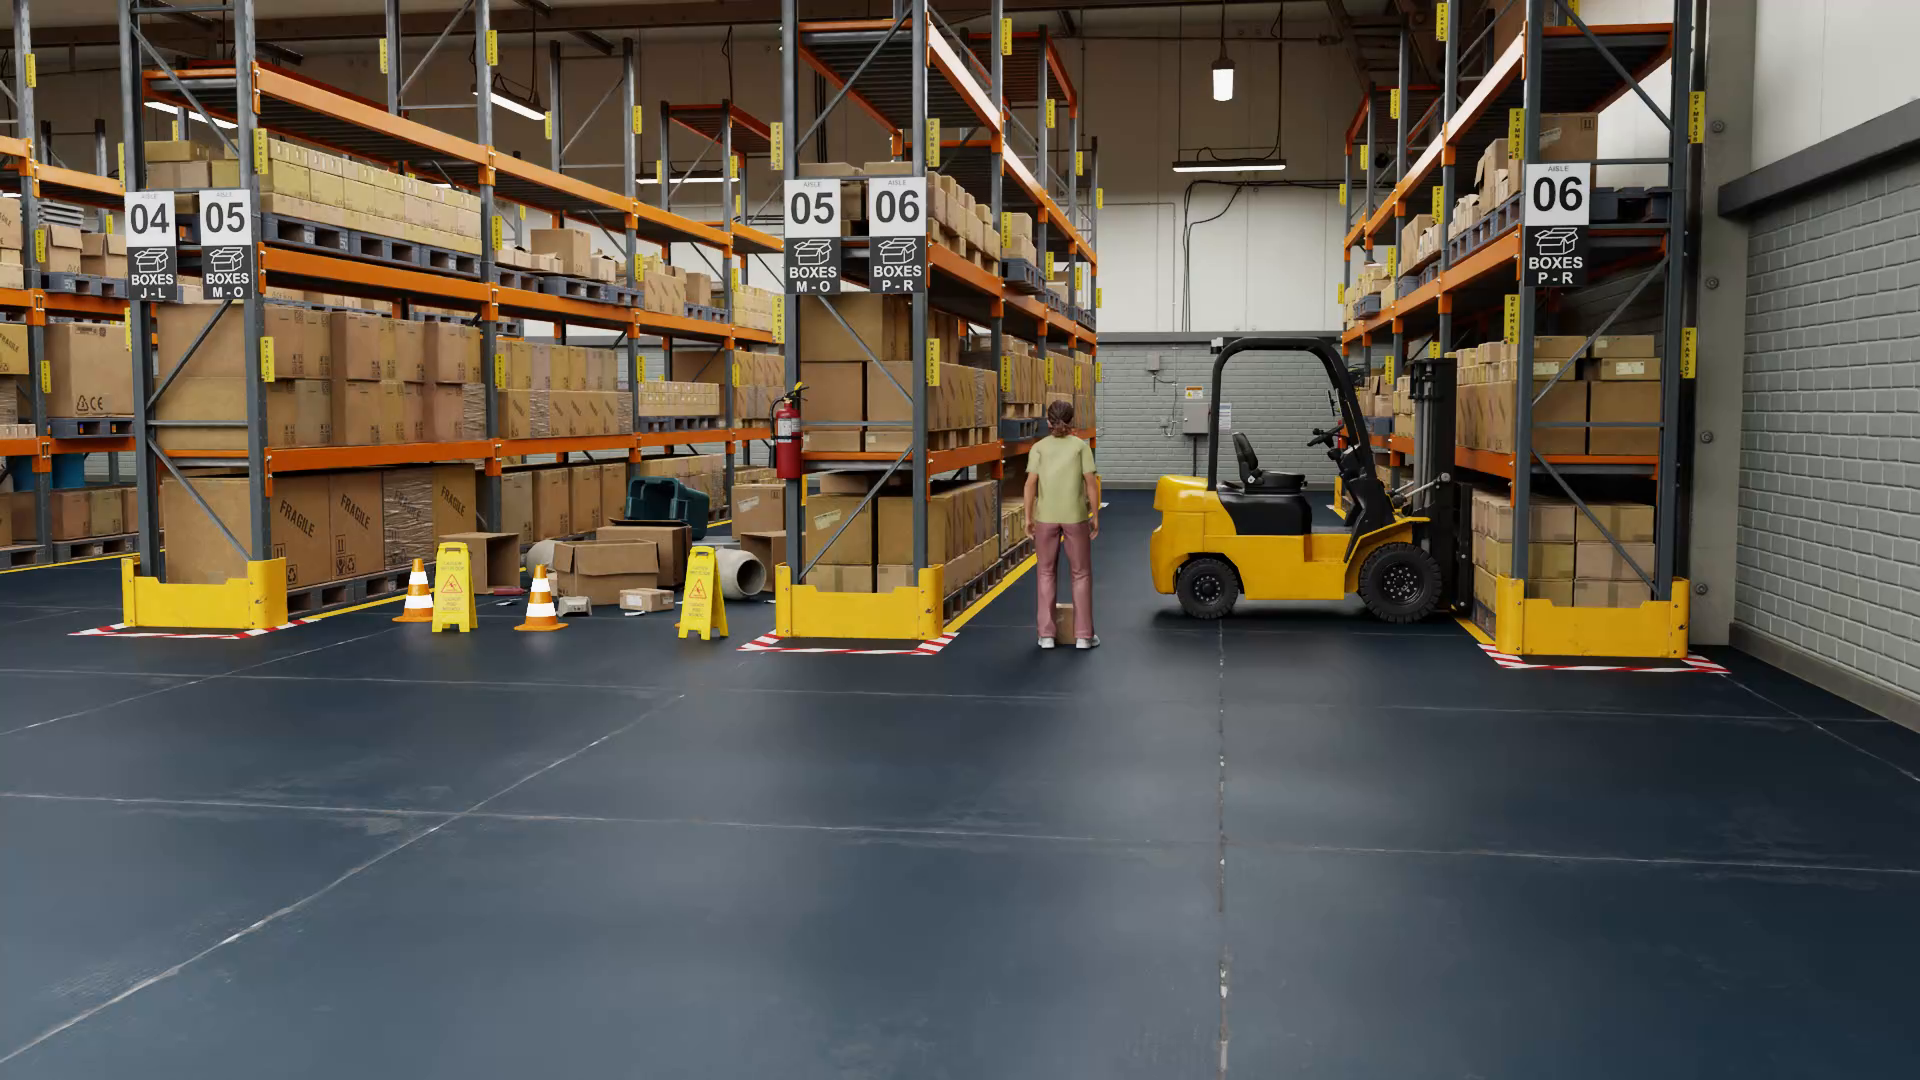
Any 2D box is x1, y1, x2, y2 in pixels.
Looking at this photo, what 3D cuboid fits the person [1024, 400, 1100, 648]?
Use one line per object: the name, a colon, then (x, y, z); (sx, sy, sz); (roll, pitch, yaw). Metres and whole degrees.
person: (0.688, -0.109, 11.230); (0.507, 1.672, 0.350); (1, 5, 7)
